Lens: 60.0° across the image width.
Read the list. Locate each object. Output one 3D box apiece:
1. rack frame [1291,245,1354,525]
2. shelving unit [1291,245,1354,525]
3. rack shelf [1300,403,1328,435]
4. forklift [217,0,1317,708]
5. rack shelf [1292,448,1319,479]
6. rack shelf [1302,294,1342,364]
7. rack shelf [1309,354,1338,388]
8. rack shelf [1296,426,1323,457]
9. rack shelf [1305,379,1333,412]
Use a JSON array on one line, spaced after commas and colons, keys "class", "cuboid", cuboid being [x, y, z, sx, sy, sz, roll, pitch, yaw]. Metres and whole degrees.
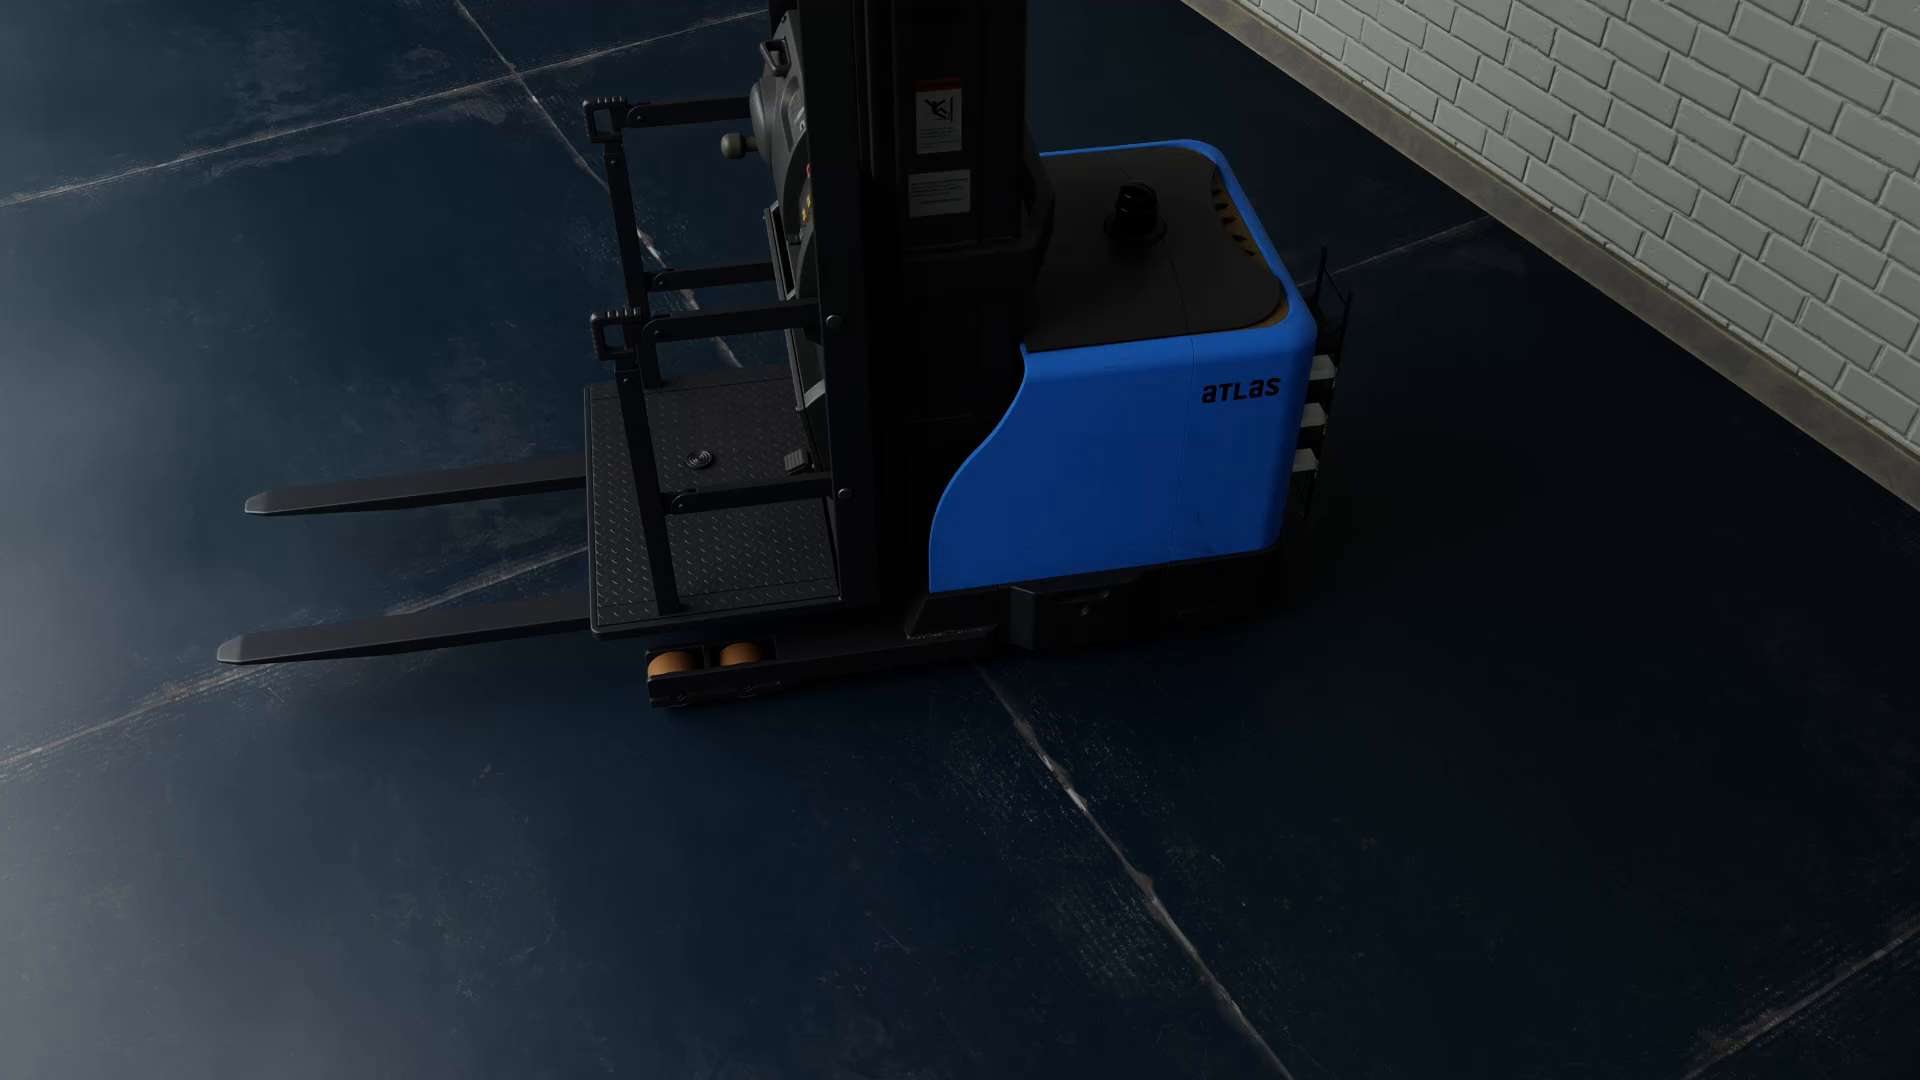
[{"class": "rack frame", "cuboid": [1.083, -0.455, 5.073, 0.006, 0.900, 0.240, -7, 45, -7]}, {"class": "shelving unit", "cuboid": [0.983, -0.442, 5.060, 0.210, 0.900, 0.258, -7, 45, -7]}, {"class": "rack shelf", "cuboid": [0.983, -0.418, 5.083, 0.200, 0.077, 0.258, -7, 45, -7]}, {"class": "forklift", "cuboid": [-0.621, -0.974, 4.149, 3.031, 2.935, 1.130, -7, 45, -7]}, {"class": "rack shelf", "cuboid": [0.983, -0.289, 5.208, 0.200, 0.077, 0.258, -7, 45, -7]}, {"class": "rack shelf", "cuboid": [0.983, -0.612, 4.895, 0.200, 0.077, 0.258, -7, 45, -7]}, {"class": "rack shelf", "cuboid": [0.983, -0.548, 4.957, 0.200, 0.077, 0.258, -7, 45, -7]}, {"class": "rack shelf", "cuboid": [0.983, -0.354, 5.145, 0.200, 0.077, 0.258, -7, 45, -7]}, {"class": "rack shelf", "cuboid": [0.983, -0.483, 5.020, 0.200, 0.077, 0.258, -7, 45, -7]}]
